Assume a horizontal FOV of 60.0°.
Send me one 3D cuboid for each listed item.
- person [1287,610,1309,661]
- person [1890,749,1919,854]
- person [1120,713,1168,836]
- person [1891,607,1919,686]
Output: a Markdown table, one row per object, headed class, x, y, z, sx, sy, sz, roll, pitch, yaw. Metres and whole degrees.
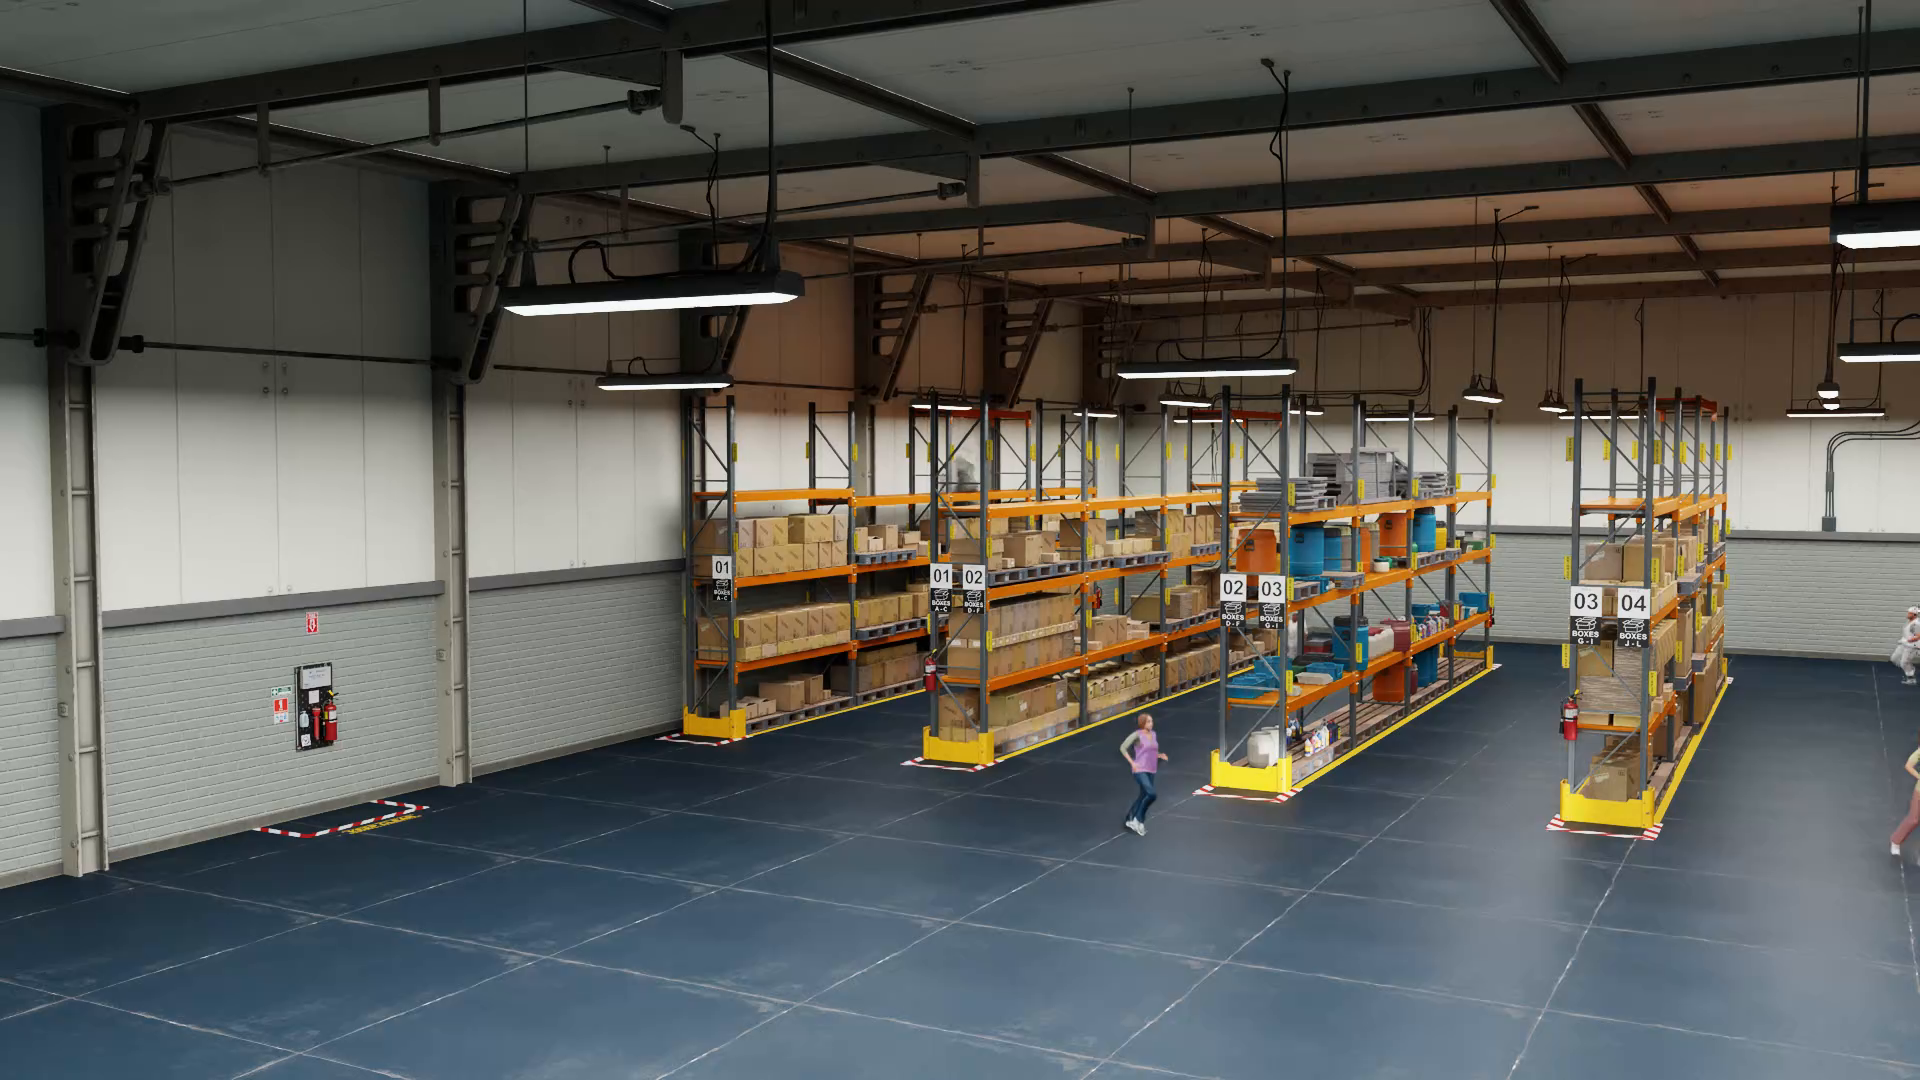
| class | x | y | z | sx | sy | sz | roll | pitch | yaw |
| --- | --- | --- | --- | --- | --- | --- | --- | --- | --- |
| person | 7.189 | 2.293 | 35.722 | 0.580 | 1.655 | 0.668 | 1 | 3 | 20 |
| person | 11.809 | 3.099 | 20.199 | 0.644 | 1.662 | 0.925 | 0 | 3 | 2 |
| person | 2.421 | 3.060 | 21.763 | 0.512 | 1.593 | 0.655 | -3 | 4 | -44 |
| person | 20.243 | 2.266 | 35.516 | 0.538 | 1.712 | 0.689 | 1 | 3 | 10 |
